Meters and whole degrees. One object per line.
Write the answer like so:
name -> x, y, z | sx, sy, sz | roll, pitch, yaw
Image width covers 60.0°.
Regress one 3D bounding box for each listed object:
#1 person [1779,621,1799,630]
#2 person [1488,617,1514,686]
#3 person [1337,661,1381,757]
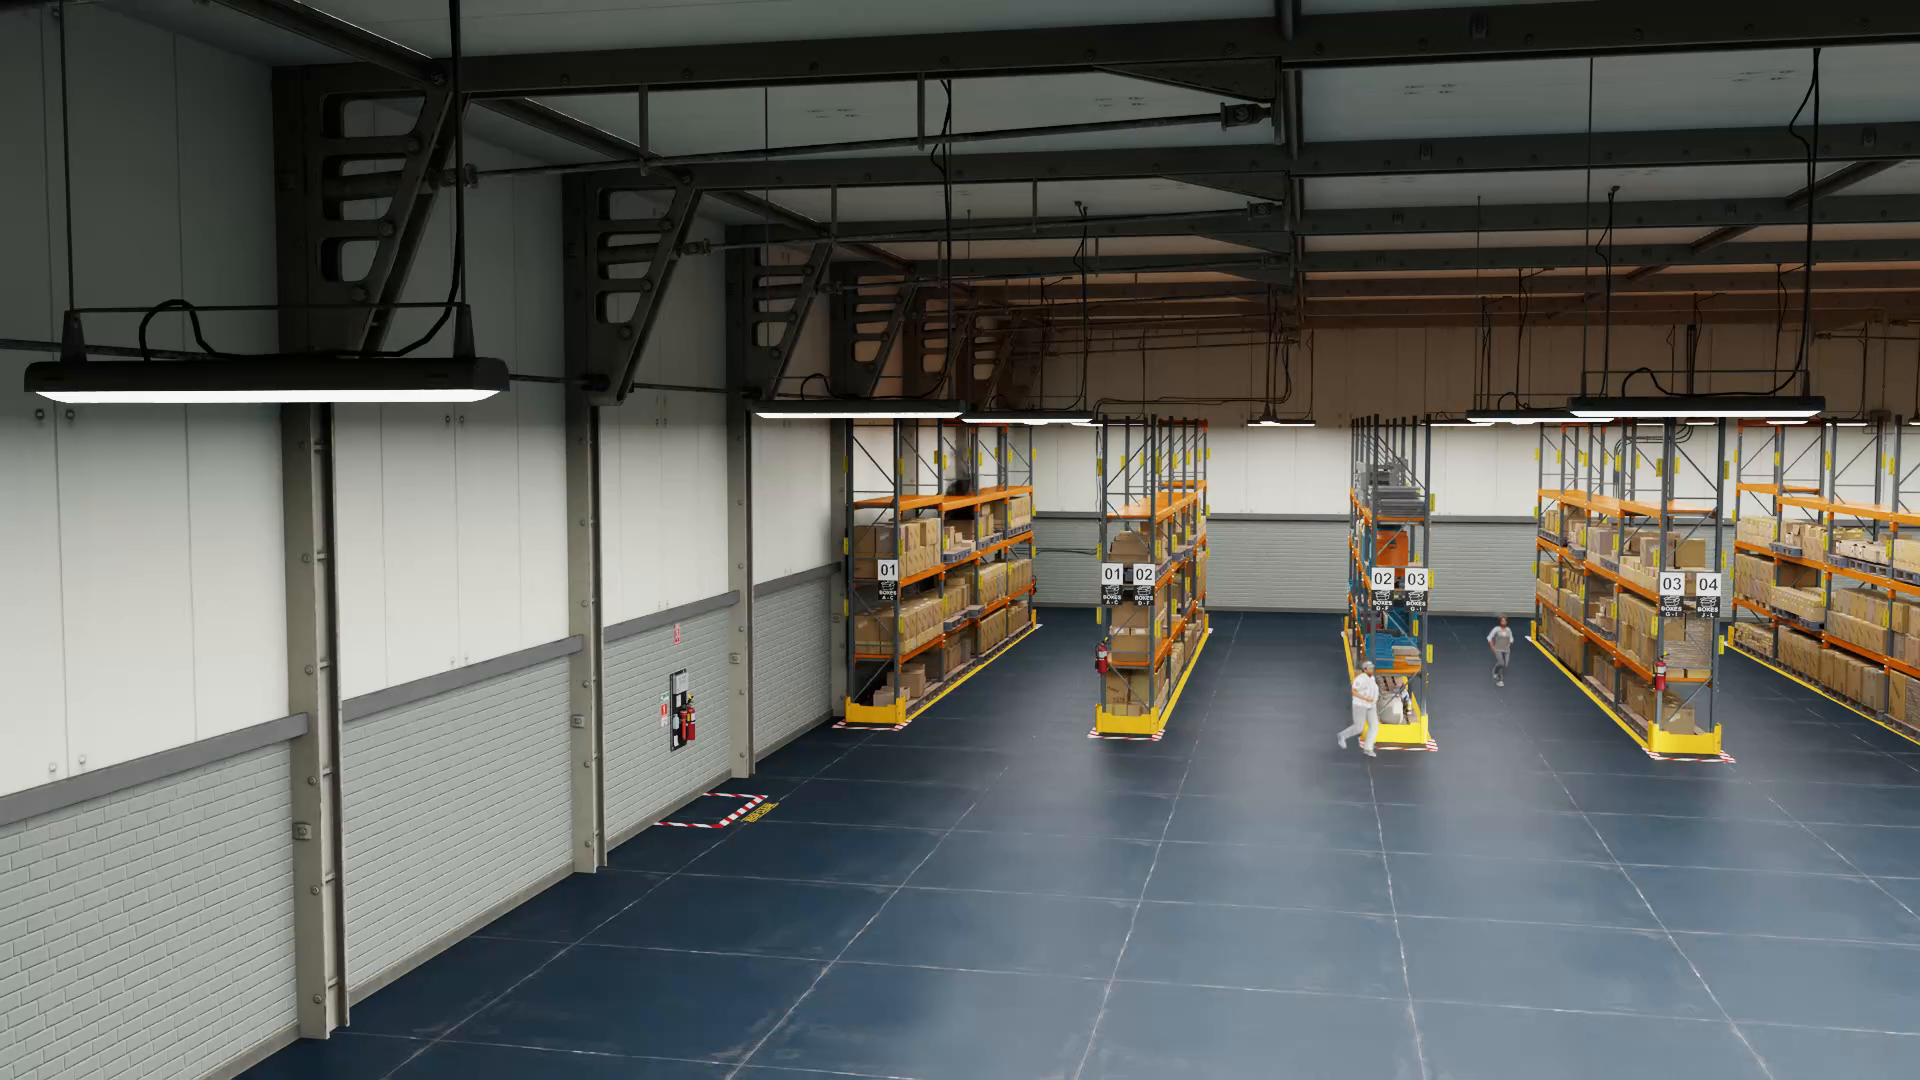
person -> 22.102, 1.901, 44.476 | 0.740, 1.725, 0.803 | -2, 4, -25
person -> 12.051, 2.492, 36.944 | 0.525, 1.536, 0.529 | 0, 4, -2
person -> 7.125, 2.956, 29.387 | 0.635, 1.648, 0.823 | -3, 5, -37
